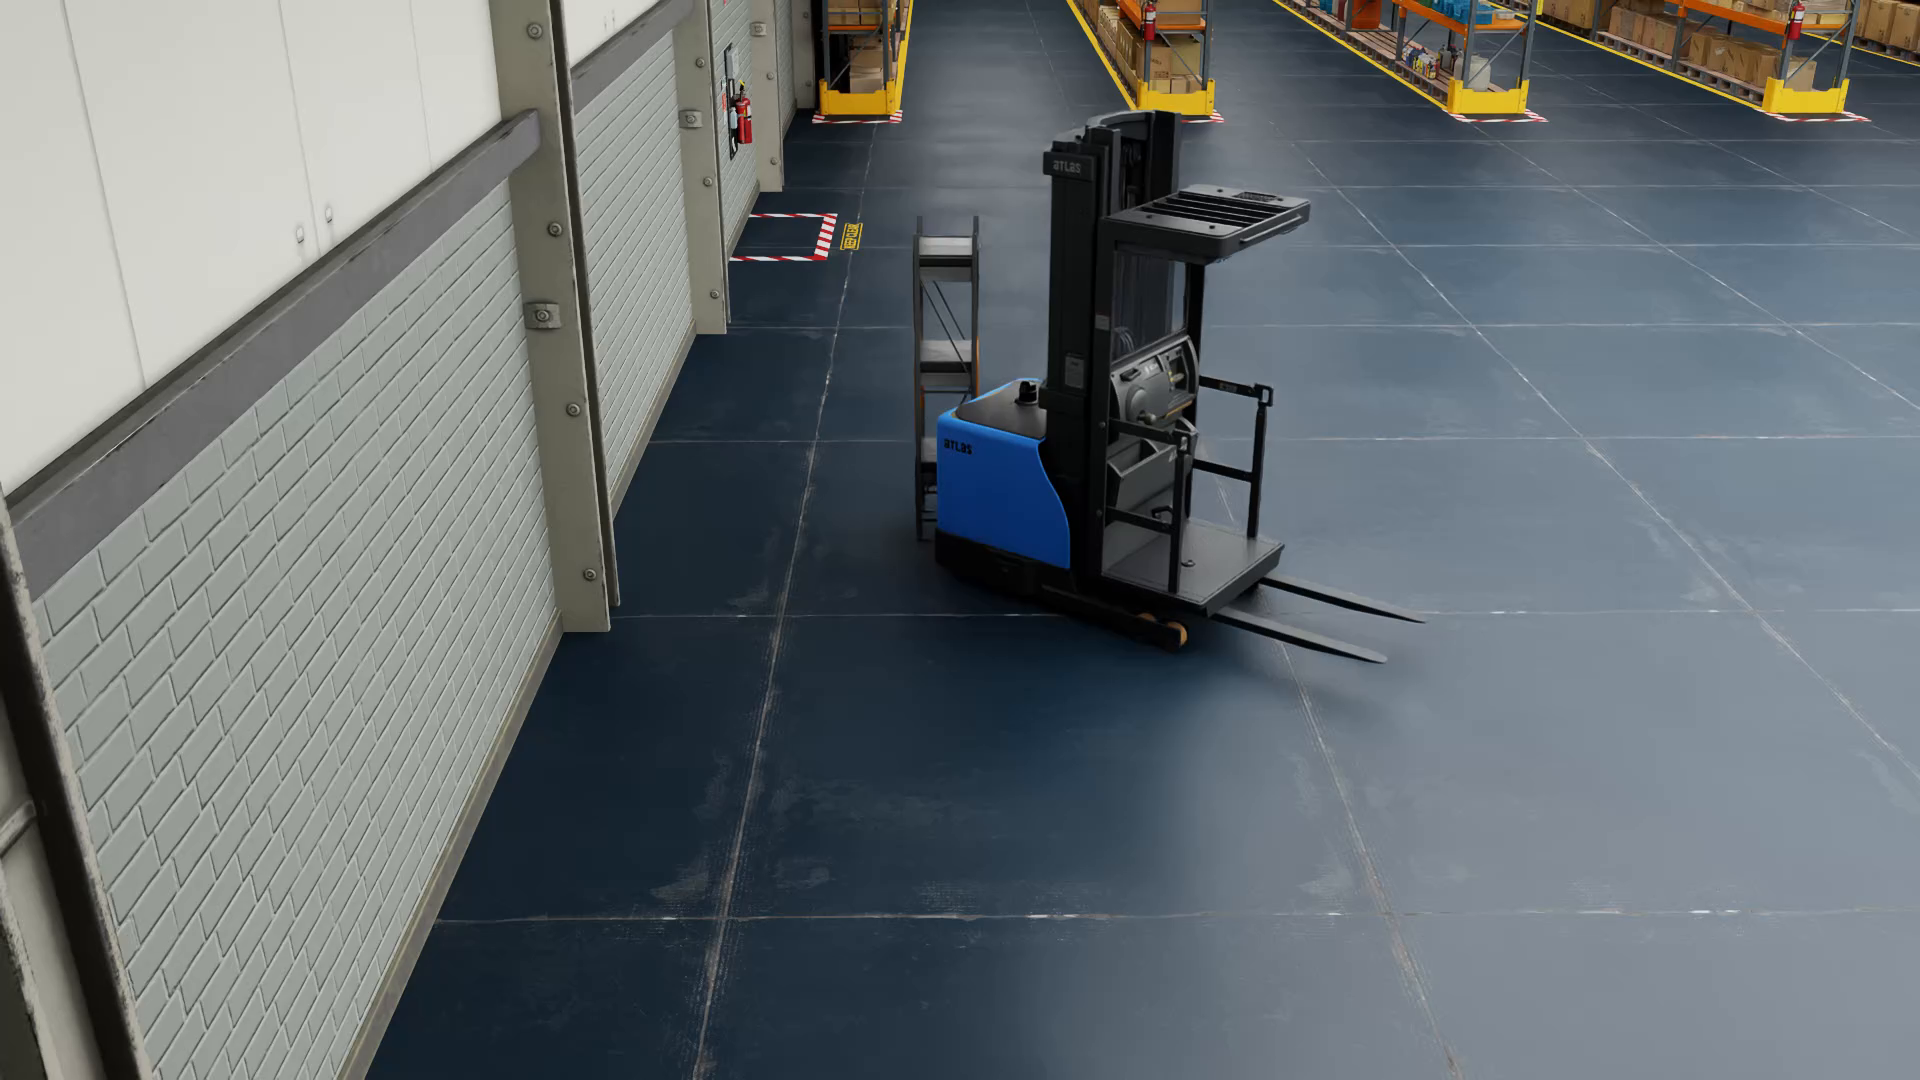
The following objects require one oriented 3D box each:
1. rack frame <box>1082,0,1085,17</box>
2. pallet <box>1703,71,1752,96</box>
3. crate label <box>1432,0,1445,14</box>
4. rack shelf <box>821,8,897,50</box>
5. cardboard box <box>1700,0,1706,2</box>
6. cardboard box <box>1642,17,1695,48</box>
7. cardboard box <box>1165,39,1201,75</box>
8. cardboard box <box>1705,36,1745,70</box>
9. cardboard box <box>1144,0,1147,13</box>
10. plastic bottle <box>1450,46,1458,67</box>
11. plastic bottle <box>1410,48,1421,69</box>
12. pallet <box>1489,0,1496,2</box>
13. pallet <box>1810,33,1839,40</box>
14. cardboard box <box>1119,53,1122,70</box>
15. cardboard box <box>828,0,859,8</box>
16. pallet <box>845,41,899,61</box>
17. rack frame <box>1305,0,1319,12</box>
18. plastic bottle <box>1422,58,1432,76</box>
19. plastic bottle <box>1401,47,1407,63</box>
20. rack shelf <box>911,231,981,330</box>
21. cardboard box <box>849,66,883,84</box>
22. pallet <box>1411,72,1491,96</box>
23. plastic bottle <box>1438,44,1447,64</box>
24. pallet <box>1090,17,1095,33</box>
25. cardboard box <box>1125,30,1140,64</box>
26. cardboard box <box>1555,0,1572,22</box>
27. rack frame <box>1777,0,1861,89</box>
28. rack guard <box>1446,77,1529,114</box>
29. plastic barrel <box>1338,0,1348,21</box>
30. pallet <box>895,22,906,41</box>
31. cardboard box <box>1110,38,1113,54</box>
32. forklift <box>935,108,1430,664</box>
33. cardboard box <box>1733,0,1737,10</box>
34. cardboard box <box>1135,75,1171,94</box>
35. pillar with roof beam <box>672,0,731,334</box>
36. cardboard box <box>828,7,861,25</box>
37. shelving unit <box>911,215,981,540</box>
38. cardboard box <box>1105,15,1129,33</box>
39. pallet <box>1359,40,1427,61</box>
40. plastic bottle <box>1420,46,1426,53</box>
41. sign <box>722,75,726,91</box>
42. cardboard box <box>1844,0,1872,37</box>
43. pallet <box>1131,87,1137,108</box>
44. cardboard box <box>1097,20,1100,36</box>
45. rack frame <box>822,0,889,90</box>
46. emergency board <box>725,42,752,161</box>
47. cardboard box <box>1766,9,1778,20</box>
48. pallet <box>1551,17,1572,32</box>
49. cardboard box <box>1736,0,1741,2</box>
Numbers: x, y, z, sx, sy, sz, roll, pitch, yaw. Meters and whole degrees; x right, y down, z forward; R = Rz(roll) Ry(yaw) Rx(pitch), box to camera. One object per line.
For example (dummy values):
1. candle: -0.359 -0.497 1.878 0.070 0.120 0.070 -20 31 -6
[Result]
1. rack frame: 3.224 -12.997 36.346 1.000 3.000 0.127 0 24 -1
2. pallet: 13.276 -7.692 28.001 1.003 0.211 1.213 0 24 -1
3. crate label: 8.017 -8.846 27.126 0.502 0.435 0.616 0 24 -1
4. rack shelf: -1.620 -8.524 27.331 1.077 0.370 4.000 0 24 -1
5. cardboard box: 12.939 -9.333 28.550 0.380 0.149 0.250 0 24 -1
6. cardboard box: 13.239 -9.485 31.081 0.700 0.500 0.500 -2 24 -5
7. cardboard box: 3.564 -7.760 26.685 0.500 0.500 0.500 0 24 -1
8. cardboard box: 13.195 -8.394 28.694 0.500 0.500 0.500 8 25 16
9. cardboard box: 3.352 -8.711 26.749 0.700 0.500 0.500 0 24 0
10. plastic bottle: 8.562 -8.371 28.800 0.144 0.351 0.185 -1 24 -3
11. plastic bottle: 7.860 -8.302 28.647 0.144 0.351 0.185 -1 24 -3
12. pallet: 13.173 -13.088 39.932 1.003 0.211 1.213 0 24 -1
13. pallet: 18.127 -10.423 34.041 1.003 0.211 1.213 0 24 -1
14. cardboard box: 3.013 -8.240 28.656 0.500 0.250 0.500 0 24 -1
15. cardboard box: -1.816 -8.504 25.660 0.500 0.500 0.500 -1 24 -1
16. pallet: -1.668 -9.231 31.403 1.003 0.211 1.213 0 24 -1
17. rack frame: 8.177 -13.017 36.392 1.000 3.000 0.127 0 24 -1
18. plastic bottle: 7.873 -7.948 27.955 0.152 0.276 0.135 -1 24 -2
19. plastic bottle: 7.829 -8.545 29.280 0.097 0.271 0.097 0 24 0
20. rack shelf: -0.085 -1.681 10.754 0.431 0.518 0.480 1 24 1
21. cardboard box: -1.522 -7.524 26.974 0.500 0.311 0.500 2 24 4
22. pallet: 8.246 -7.669 27.951 1.003 0.211 1.213 0 24 -1
23. plastic bottle: 8.415 -8.450 28.973 0.144 0.351 0.185 0 24 -1
24. pallet: 3.287 -10.887 35.066 1.003 0.211 1.213 0 24 -1
25. cardboard box: 3.022 -8.170 27.591 0.500 0.500 0.500 0 24 -1
26. cardboard box: 13.185 -11.266 34.589 1.225 0.875 0.875 0 24 0
27. rack frame: 13.261 -8.095 25.508 1.000 3.000 0.127 0 24 -1
28. rack guard: 8.260 -6.965 26.043 1.175 0.500 0.348 0 24 -1
29. plastic barrel: 8.186 -11.129 34.632 0.600 0.588 0.708 0 24 -1
30. pallet: -1.619 -10.379 33.943 1.003 0.211 1.213 0 24 -1
31. cardboard box: 3.013 -9.017 30.373 0.500 0.250 0.500 -1 24 -1
32. forklift: 1.325 -0.932 9.755 3.031 2.935 1.130 17 29 33
33. cardboard box: 12.996 -8.818 27.411 0.380 0.149 0.250 0 24 -1
34. cardboard box: 3.054 -7.210 26.379 0.500 0.250 0.500 0 24 -1
35. pillar with roof beam: 1.965 -6.121 13.863 9.100 9.000 0.400 0 24 -1
36. cardboard box: -1.797 -8.161 25.811 0.500 0.250 0.500 0 24 0
37. shelving unit: -0.085 -1.056 11.037 0.431 2.100 0.503 1 24 1
38. cardboard box: 3.003 -9.687 31.174 0.500 0.311 0.500 -1 24 -1
39. pallet: 8.201 -9.278 31.507 1.003 0.211 1.213 0 24 -1
40. plastic bottle: 8.002 -8.380 28.820 0.144 0.351 0.185 0 24 -1
41. sign: -2.505 -4.853 17.654 0.001 0.109 0.331 0 24 -1
42. cardboard box: 18.051 -10.287 32.575 1.050 0.750 0.750 -1 24 -1
43. pallet: 3.305 -7.096 26.684 1.003 0.211 1.213 0 24 -1
44. cardboard box: 2.980 -10.070 32.702 0.500 0.250 0.500 0 24 -1
45. rack frame: -1.599 -8.028 25.360 1.000 3.000 0.127 0 24 -1
46. emergency board: -2.417 -4.822 18.271 0.194 1.169 0.643 0 24 -1
47. cardboard box: 12.995 -8.303 26.272 0.380 0.149 0.250 0 24 -1
48. pallet: 13.230 -10.947 35.199 1.003 0.211 1.213 0 24 -1
49. cardboard box: 13.201 -9.120 27.293 0.875 0.500 0.500 0 24 -1
